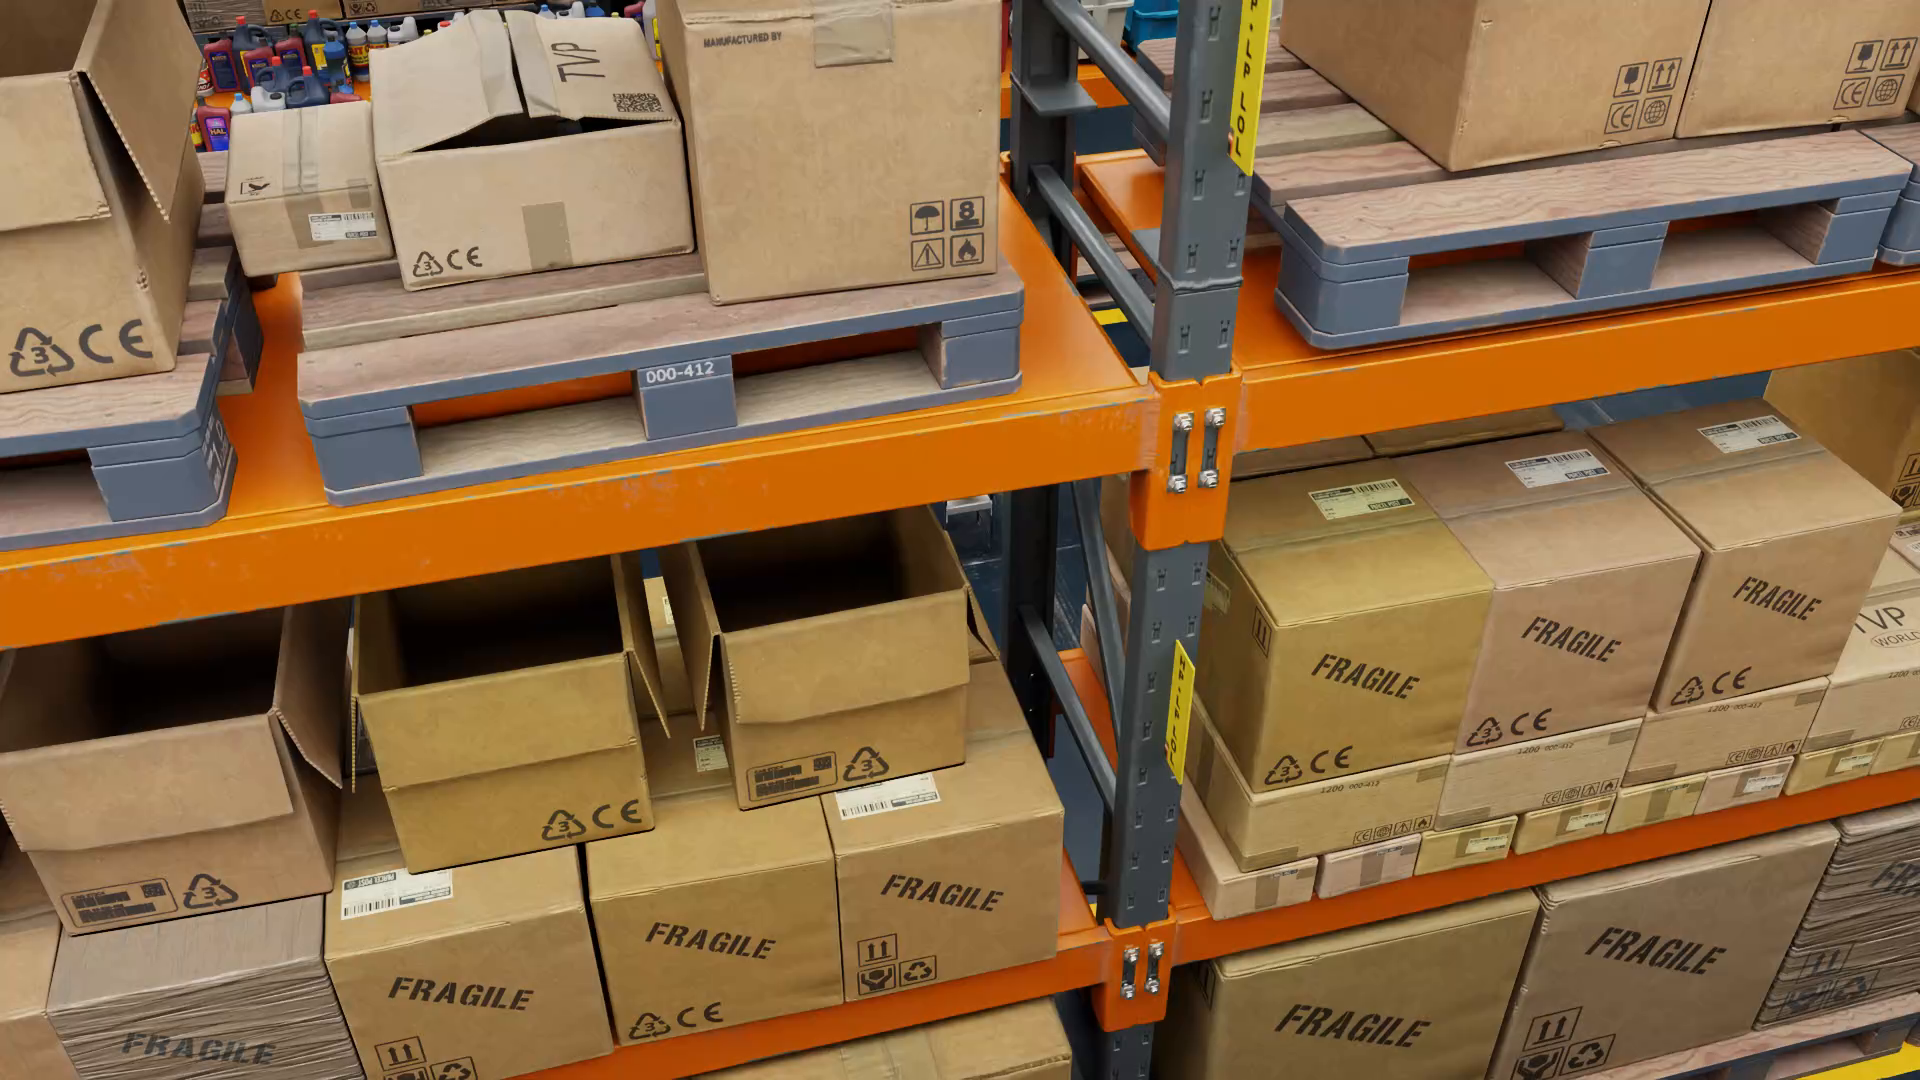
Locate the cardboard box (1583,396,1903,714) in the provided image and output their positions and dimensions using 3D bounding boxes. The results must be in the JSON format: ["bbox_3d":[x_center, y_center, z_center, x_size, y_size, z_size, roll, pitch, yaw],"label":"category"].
[{"bbox_3d":[1.807,0.027,4.007,0.500,0.500,0.500,-10,39,-13],"label":"cardboard box"}]

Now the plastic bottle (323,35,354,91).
[{"bbox_3d":[-2.925,-2.235,7.809,0.097,0.271,0.097,0,37,0],"label":"plastic bottle"}]

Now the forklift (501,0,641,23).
[{"bbox_3d":[-2.150,-4.092,10.186,3.031,2.935,1.130,17,40,21],"label":"forklift"}]

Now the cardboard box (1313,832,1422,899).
[{"bbox_3d":[0.925,0.674,4.106,0.250,0.149,0.380,-11,39,-13],"label":"cardboard box"}]

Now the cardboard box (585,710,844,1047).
[{"bbox_3d":[-0.560,0.737,3.736,0.500,0.500,0.500,-8,38,-11],"label":"cardboard box"}]

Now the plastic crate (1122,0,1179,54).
[{"bbox_3d":[0.954,-2.553,8.206,0.300,0.233,0.416,-9,38,-12],"label":"plastic crate"}]

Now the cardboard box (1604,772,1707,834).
[{"bbox_3d":[1.680,0.549,4.270,0.250,0.149,0.380,-10,39,-13],"label":"cardboard box"}]

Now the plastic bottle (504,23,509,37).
[{"bbox_3d":[-2.198,-2.417,8.105,0.097,0.201,0.097,0,37,0],"label":"plastic bottle"}]

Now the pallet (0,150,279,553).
[{"bbox_3d":[-1.875,-0.327,2.895,1.213,0.211,1.003,-8,38,-10],"label":"pallet"}]

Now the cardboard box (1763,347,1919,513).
[{"bbox_3d":[2.646,-0.440,4.617,0.500,0.500,0.500,-10,39,-13],"label":"cardboard box"}]

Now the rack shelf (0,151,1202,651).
[{"bbox_3d":[-1.631,-0.121,3.063,4.000,0.370,1.077,-9,38,-12],"label":"rack shelf"}]

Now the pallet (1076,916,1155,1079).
[{"bbox_3d":[1.054,1.501,5.114,1.213,0.211,1.003,-9,38,-12],"label":"pallet"}]

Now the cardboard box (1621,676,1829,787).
[{"bbox_3d":[1.802,0.327,4.232,0.500,0.250,0.500,-8,38,-11],"label":"cardboard box"}]

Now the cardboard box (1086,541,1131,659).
[{"bbox_3d":[0.657,0.185,4.417,0.500,0.250,0.500,-10,39,-13],"label":"cardboard box"}]

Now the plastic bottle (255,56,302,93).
[{"bbox_3d":[-3.027,-1.974,7.402,0.185,0.351,0.144,-9,38,-12],"label":"plastic bottle"}]

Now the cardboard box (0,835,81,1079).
[{"bbox_3d":[-2.031,0.978,3.420,0.500,0.500,0.500,-10,39,-13],"label":"cardboard box"}]

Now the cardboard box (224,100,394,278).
[{"bbox_3d":[-1.177,-0.643,3.014,0.250,0.149,0.380,-11,39,-14],"label":"cardboard box"}]

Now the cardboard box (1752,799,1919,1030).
[{"bbox_3d":[2.686,0.804,5.133,0.875,0.875,0.875,-9,38,-12],"label":"cardboard box"}]

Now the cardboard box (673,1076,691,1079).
[{"bbox_3d":[-1.175,1.400,4.354,0.875,0.875,1.225,-11,39,-14],"label":"cardboard box"}]

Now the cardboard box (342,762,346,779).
[{"bbox_3d":[-1.675,0.599,3.916,0.500,0.500,0.500,-9,38,-11],"label":"cardboard box"}]

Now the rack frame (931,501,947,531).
[{"bbox_3d":[-0.090,-0.343,6.957,0.006,0.900,0.240,-9,38,-12],"label":"rack frame"}]

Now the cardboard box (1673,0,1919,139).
[{"bbox_3d":[1.560,-1.211,3.386,0.500,0.500,0.700,-7,38,-10],"label":"cardboard box"}]

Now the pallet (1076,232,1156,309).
[{"bbox_3d":[0.888,-1.664,9.252,1.213,0.211,1.003,-9,38,-12],"label":"pallet"}]

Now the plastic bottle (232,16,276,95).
[{"bbox_3d":[-3.306,-2.280,7.803,0.185,0.351,0.144,-9,38,-12],"label":"plastic bottle"}]

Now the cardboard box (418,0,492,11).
[{"bbox_3d":[-3.645,-4.126,11.871,0.500,0.500,0.500,-9,38,-11],"label":"cardboard box"}]

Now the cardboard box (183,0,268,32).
[{"bbox_3d":[-5.123,-3.882,11.552,0.500,0.500,0.500,-11,39,-14],"label":"cardboard box"}]

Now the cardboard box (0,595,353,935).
[{"bbox_3d":[-1.576,0.345,3.422,0.637,0.503,0.797,-8,38,-10],"label":"cardboard box"}]

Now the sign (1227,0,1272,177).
[{"bbox_3d":[0.450,-0.737,2.591,0.005,0.325,0.100,-9,38,-12],"label":"sign"}]

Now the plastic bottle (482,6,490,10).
[{"bbox_3d":[-2.314,-2.442,8.070,0.133,0.283,0.061,-9,38,-12],"label":"plastic bottle"}]

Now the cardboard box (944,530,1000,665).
[{"bbox_3d":[-0.210,0.354,4.236,0.500,0.500,0.500,-9,38,-12],"label":"cardboard box"}]

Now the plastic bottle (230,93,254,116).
[{"bbox_3d":[-3.117,-1.817,7.262,0.097,0.271,0.097,0,37,0],"label":"plastic bottle"}]

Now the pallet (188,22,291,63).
[{"bbox_3d":[-5.411,-3.698,11.911,1.213,0.211,1.003,-9,38,-12],"label":"pallet"}]

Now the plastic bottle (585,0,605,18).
[{"bbox_3d":[-1.786,-2.513,8.172,0.097,0.271,0.097,0,37,0],"label":"plastic bottle"}]

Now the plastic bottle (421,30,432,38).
[{"bbox_3d":[-2.551,-2.360,8.029,0.097,0.201,0.097,0,37,0],"label":"plastic bottle"}]

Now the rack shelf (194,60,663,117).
[{"bbox_3d":[-2.923,-1.835,7.772,4.000,0.370,1.077,-9,38,-12],"label":"rack shelf"}]

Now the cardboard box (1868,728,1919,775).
[{"bbox_3d":[2.428,0.426,4.432,0.250,0.149,0.380,-9,38,-11],"label":"cardboard box"}]

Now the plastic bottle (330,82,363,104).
[{"bbox_3d":[-2.693,-1.880,7.334,0.133,0.283,0.061,-9,38,-12],"label":"plastic bottle"}]

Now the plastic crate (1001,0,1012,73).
[{"bbox_3d":[-0.064,-2.481,7.922,0.583,0.464,0.402,-9,38,-12],"label":"plastic crate"}]

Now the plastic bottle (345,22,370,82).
[{"bbox_3d":[-2.869,-2.335,7.940,0.097,0.271,0.097,0,37,0],"label":"plastic bottle"}]

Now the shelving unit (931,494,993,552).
[{"bbox_3d":[0.008,-0.359,6.978,0.210,0.900,0.258,-9,38,-12],"label":"shelving unit"}]

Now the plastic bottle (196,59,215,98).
[{"bbox_3d":[-3.577,-2.191,7.809,0.097,0.201,0.097,0,37,0],"label":"plastic bottle"}]
